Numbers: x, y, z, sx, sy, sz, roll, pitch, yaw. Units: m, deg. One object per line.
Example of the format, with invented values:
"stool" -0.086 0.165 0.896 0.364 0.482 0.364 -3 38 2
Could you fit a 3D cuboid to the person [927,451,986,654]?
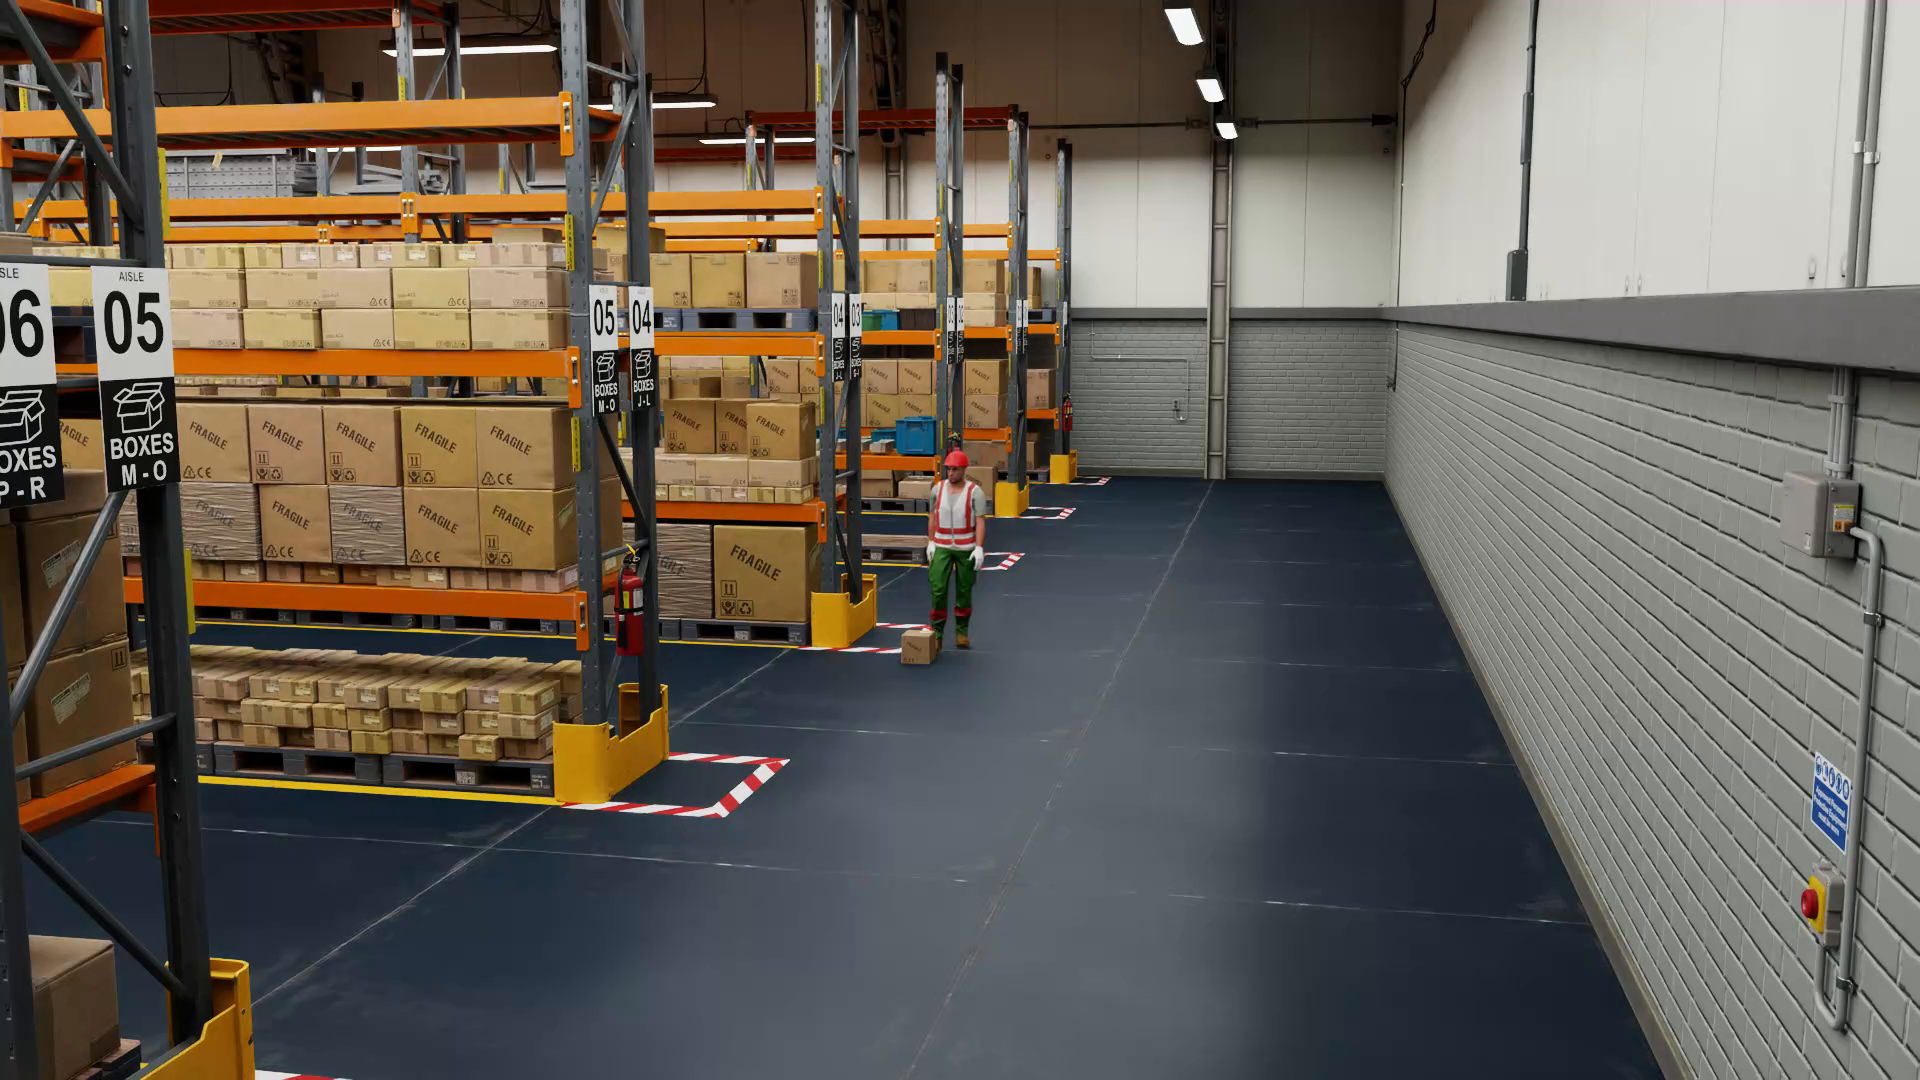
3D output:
"person" -0.051 0.097 14.858 0.557 1.778 0.675 1 8 8
